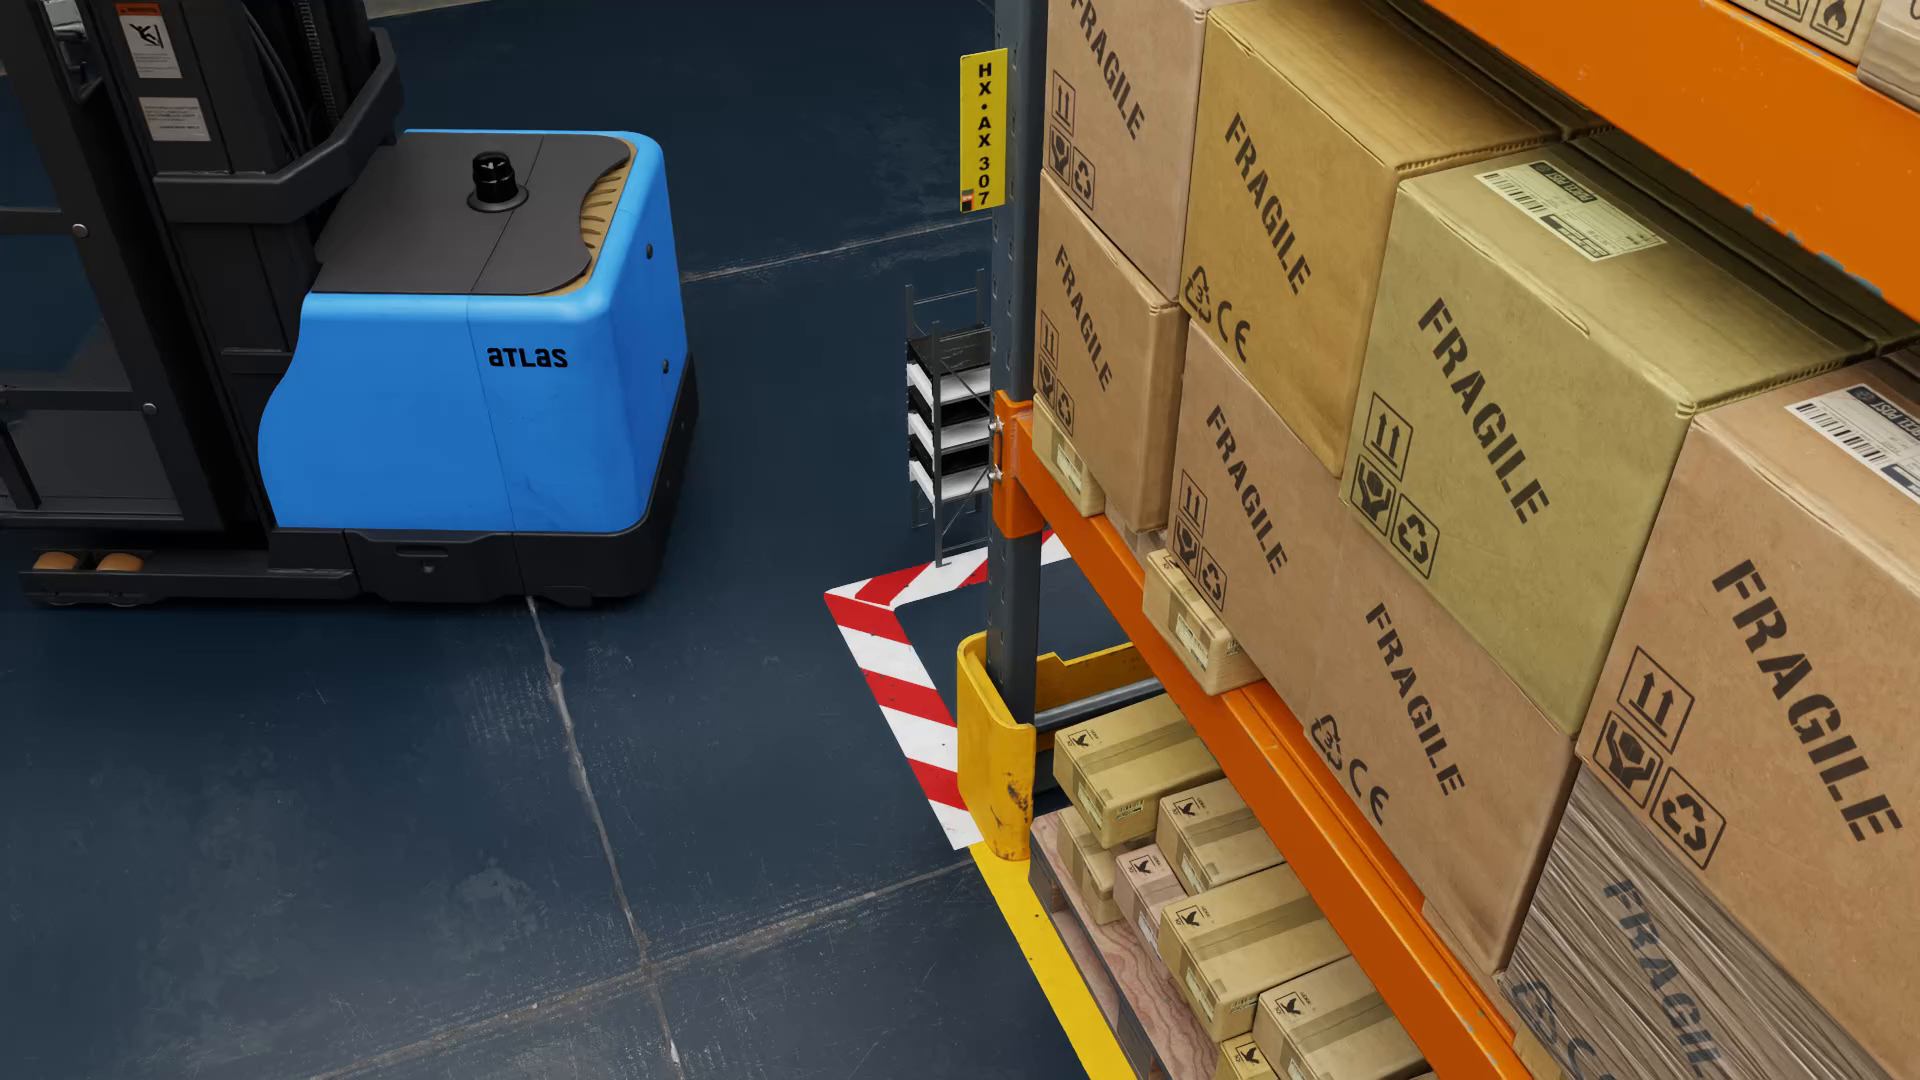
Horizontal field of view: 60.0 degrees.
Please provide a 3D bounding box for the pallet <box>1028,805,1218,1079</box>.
[{"bbox_3d":[0.857,1.011,3.912,1.003,0.211,1.213,-15,43,-17],"label":"pallet"}]

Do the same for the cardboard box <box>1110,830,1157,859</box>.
[{"bbox_3d":[0.513,0.598,3.890,0.380,0.149,0.250,-13,42,-15],"label":"cardboard box"}]

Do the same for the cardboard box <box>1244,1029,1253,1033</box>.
[{"bbox_3d":[0.741,0.903,3.536,0.380,0.149,0.250,-15,43,-16],"label":"cardboard box"}]

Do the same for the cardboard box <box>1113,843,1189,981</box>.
[{"bbox_3d":[0.565,0.778,3.682,0.380,0.149,0.250,-15,43,-17],"label":"cardboard box"}]

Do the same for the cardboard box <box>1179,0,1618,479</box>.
[{"bbox_3d":[0.675,-0.481,2.437,0.500,0.500,0.500,-14,43,-16],"label":"cardboard box"}]

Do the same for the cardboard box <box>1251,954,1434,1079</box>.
[{"bbox_3d":[0.802,0.955,3.247,0.380,0.149,0.250,-17,44,-19],"label":"cardboard box"}]

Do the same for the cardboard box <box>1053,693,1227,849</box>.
[{"bbox_3d":[0.436,0.506,3.769,0.380,0.149,0.250,-17,44,-19],"label":"cardboard box"}]

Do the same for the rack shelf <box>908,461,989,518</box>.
[{"bbox_3d":[-0.003,-0.184,5.101,0.258,0.077,0.200,-15,43,-17],"label":"rack shelf"}]

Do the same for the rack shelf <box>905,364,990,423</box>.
[{"bbox_3d":[-0.003,-0.457,4.867,0.258,0.077,0.200,-15,43,-17],"label":"rack shelf"}]

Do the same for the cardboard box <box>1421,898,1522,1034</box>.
[{"bbox_3d":[0.935,0.548,2.505,0.380,0.149,0.250,-16,43,-18],"label":"cardboard box"}]

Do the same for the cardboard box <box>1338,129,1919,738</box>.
[{"bbox_3d":[0.853,-0.162,2.066,0.500,0.500,0.500,-16,43,-18],"label":"cardboard box"}]

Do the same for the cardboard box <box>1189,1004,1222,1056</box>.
[{"bbox_3d":[0.731,1.012,3.637,0.380,0.149,0.250,-15,43,-16],"label":"cardboard box"}]

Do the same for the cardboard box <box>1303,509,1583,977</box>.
[{"bbox_3d":[0.870,0.213,2.397,0.500,0.500,0.500,-15,43,-16],"label":"cardboard box"}]

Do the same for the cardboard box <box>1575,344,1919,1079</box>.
[{"bbox_3d":[1.052,0.144,1.710,0.500,0.500,0.500,-16,43,-18],"label":"cardboard box"}]

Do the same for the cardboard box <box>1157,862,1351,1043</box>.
[{"bbox_3d":[0.631,0.826,3.397,0.380,0.149,0.250,-15,43,-17],"label":"cardboard box"}]

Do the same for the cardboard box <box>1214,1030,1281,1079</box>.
[{"bbox_3d":[0.739,1.085,3.325,0.380,0.149,0.250,-14,43,-16],"label":"cardboard box"}]

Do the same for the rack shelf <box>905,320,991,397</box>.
[{"bbox_3d":[-0.003,-0.526,4.808,0.258,0.077,0.200,-15,43,-17],"label":"rack shelf"}]

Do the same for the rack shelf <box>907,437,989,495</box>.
[{"bbox_3d":[-0.003,-0.253,5.043,0.258,0.077,0.200,-15,43,-17],"label":"rack shelf"}]

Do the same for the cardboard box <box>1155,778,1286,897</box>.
[{"bbox_3d":[0.653,0.642,3.610,0.380,0.149,0.250,-14,43,-16],"label":"cardboard box"}]

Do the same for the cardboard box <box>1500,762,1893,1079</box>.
[{"bbox_3d":[1.071,0.518,2.042,0.500,0.500,0.500,-16,43,-18],"label":"cardboard box"}]

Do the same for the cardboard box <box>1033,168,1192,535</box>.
[{"bbox_3d":[0.466,-0.401,3.111,0.500,0.500,0.500,-13,42,-15],"label":"cardboard box"}]

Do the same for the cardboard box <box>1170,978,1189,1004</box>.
[{"bbox_3d":[0.630,0.864,3.809,0.380,0.149,0.250,-15,43,-17],"label":"cardboard box"}]

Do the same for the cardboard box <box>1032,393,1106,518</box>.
[{"bbox_3d":[0.371,-0.218,3.396,0.380,0.149,0.250,-15,43,-17],"label":"cardboard box"}]

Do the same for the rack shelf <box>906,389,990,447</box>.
[{"bbox_3d":[-0.003,-0.389,4.925,0.258,0.077,0.200,-15,43,-17],"label":"rack shelf"}]

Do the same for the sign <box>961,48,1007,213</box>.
[{"bbox_3d":[0.048,-0.783,3.196,0.100,0.325,0.005,-15,43,-17],"label":"sign"}]

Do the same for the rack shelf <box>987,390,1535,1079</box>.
[{"bbox_3d":[1.315,0.887,2.469,1.077,0.370,4.000,-15,43,-17],"label":"rack shelf"}]

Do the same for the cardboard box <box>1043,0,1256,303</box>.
[{"bbox_3d":[0.476,-0.783,2.789,0.500,0.500,0.500,-15,43,-17],"label":"cardboard box"}]

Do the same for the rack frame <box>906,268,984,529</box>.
[{"bbox_3d":[-0.042,-0.407,5.034,0.240,0.900,0.006,-15,43,-17],"label":"rack frame"}]

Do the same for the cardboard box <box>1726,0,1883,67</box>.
[{"bbox_3d":[0.892,-0.711,1.591,0.500,0.250,0.500,-16,43,-18],"label":"cardboard box"}]

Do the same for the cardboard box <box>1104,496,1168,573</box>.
[{"bbox_3d":[0.506,-0.075,3.229,0.380,0.149,0.250,-14,43,-15],"label":"cardboard box"}]

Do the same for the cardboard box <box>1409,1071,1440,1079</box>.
[{"bbox_3d":[0.899,1.124,3.050,0.380,0.149,0.250,-14,43,-15],"label":"cardboard box"}]

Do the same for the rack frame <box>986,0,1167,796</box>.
[{"bbox_3d":[0.549,-0.590,3.636,1.000,3.000,0.127,-15,43,-17],"label":"rack frame"}]

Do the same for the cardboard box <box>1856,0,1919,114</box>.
[{"bbox_3d":[1.079,-0.397,1.226,0.500,0.250,0.500,-15,43,-17],"label":"cardboard box"}]

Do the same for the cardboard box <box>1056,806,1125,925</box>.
[{"bbox_3d":[0.454,0.727,3.968,0.380,0.149,0.250,-14,43,-16],"label":"cardboard box"}]

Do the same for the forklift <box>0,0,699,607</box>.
[{"bbox_3d":[-2.413,-1.253,4.459,3.031,2.935,1.130,1,41,1],"label":"forklift"}]

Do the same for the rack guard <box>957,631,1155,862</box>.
[{"bbox_3d":[0.579,0.403,4.397,1.175,0.500,0.348,-15,43,-17],"label":"rack guard"}]

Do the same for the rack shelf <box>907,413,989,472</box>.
[{"bbox_3d":[-0.003,-0.321,4.984,0.258,0.077,0.200,-15,43,-17],"label":"rack shelf"}]

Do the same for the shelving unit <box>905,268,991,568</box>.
[{"bbox_3d":[-0.003,-0.346,4.962,0.258,0.900,0.210,-15,43,-17],"label":"shelving unit"}]

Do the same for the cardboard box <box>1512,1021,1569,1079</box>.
[{"bbox_3d":[1.015,0.709,2.318,0.380,0.149,0.250,-14,43,-15],"label":"cardboard box"}]

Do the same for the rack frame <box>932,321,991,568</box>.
[{"bbox_3d":[0.036,-0.285,4.891,0.240,0.900,0.006,-15,43,-17],"label":"rack frame"}]

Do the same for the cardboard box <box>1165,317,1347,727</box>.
[{"bbox_3d":[0.694,-0.085,2.744,0.500,0.500,0.500,-15,43,-17],"label":"cardboard box"}]

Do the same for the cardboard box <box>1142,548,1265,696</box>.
[{"bbox_3d":[0.560,0.100,3.025,0.380,0.149,0.250,-16,43,-18],"label":"cardboard box"}]
